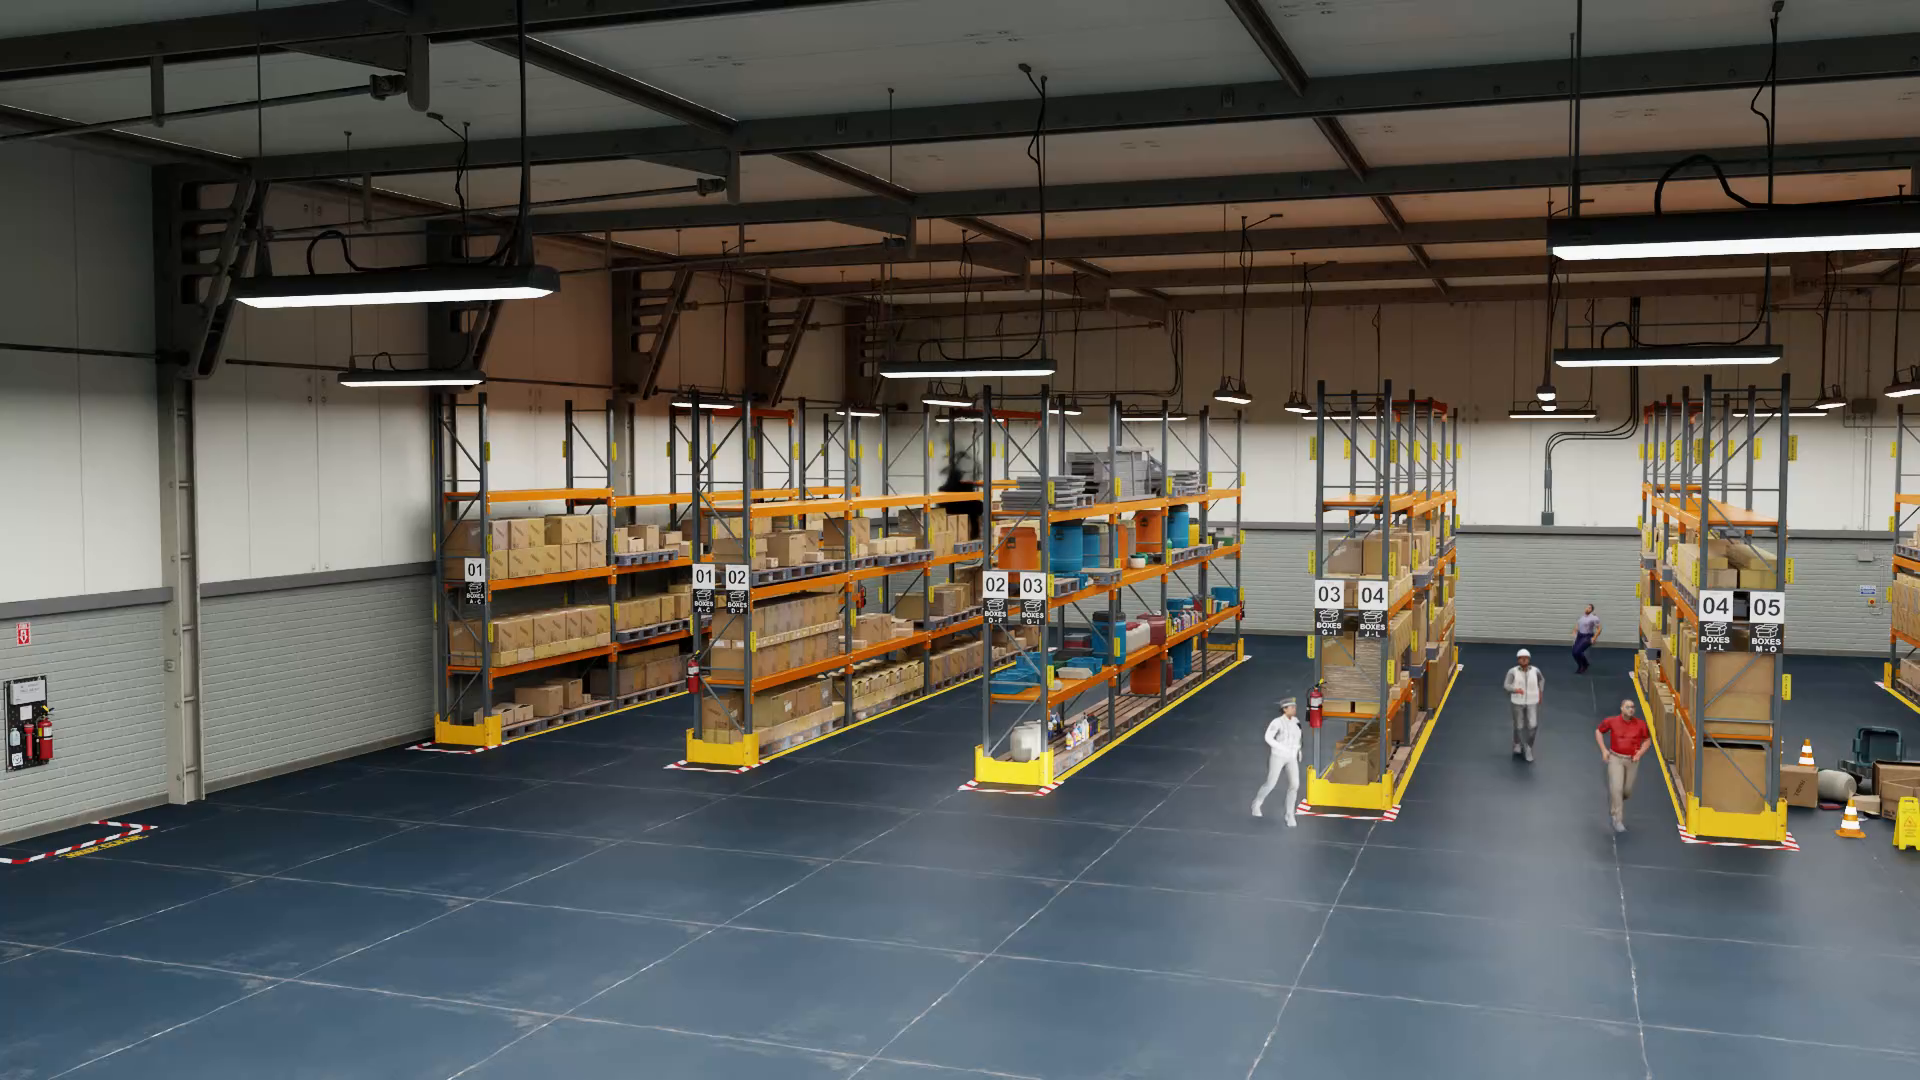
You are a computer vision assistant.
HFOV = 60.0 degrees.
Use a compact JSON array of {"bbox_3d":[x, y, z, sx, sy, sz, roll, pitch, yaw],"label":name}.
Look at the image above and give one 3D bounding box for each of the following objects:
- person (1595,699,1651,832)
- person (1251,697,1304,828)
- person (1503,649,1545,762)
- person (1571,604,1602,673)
[{"bbox_3d":[8.883,2.985,22.268,0.690,1.732,0.911,0,3,8],"label":"person"},{"bbox_3d":[4.398,2.970,22.485,0.684,1.704,0.830,-1,3,-24],"label":"person"},{"bbox_3d":[9.204,2.686,27.134,0.658,1.822,0.729,1,3,14],"label":"person"},{"bbox_3d":[14.016,2.229,37.394,0.529,1.584,0.659,-1,3,-18],"label":"person"}]
